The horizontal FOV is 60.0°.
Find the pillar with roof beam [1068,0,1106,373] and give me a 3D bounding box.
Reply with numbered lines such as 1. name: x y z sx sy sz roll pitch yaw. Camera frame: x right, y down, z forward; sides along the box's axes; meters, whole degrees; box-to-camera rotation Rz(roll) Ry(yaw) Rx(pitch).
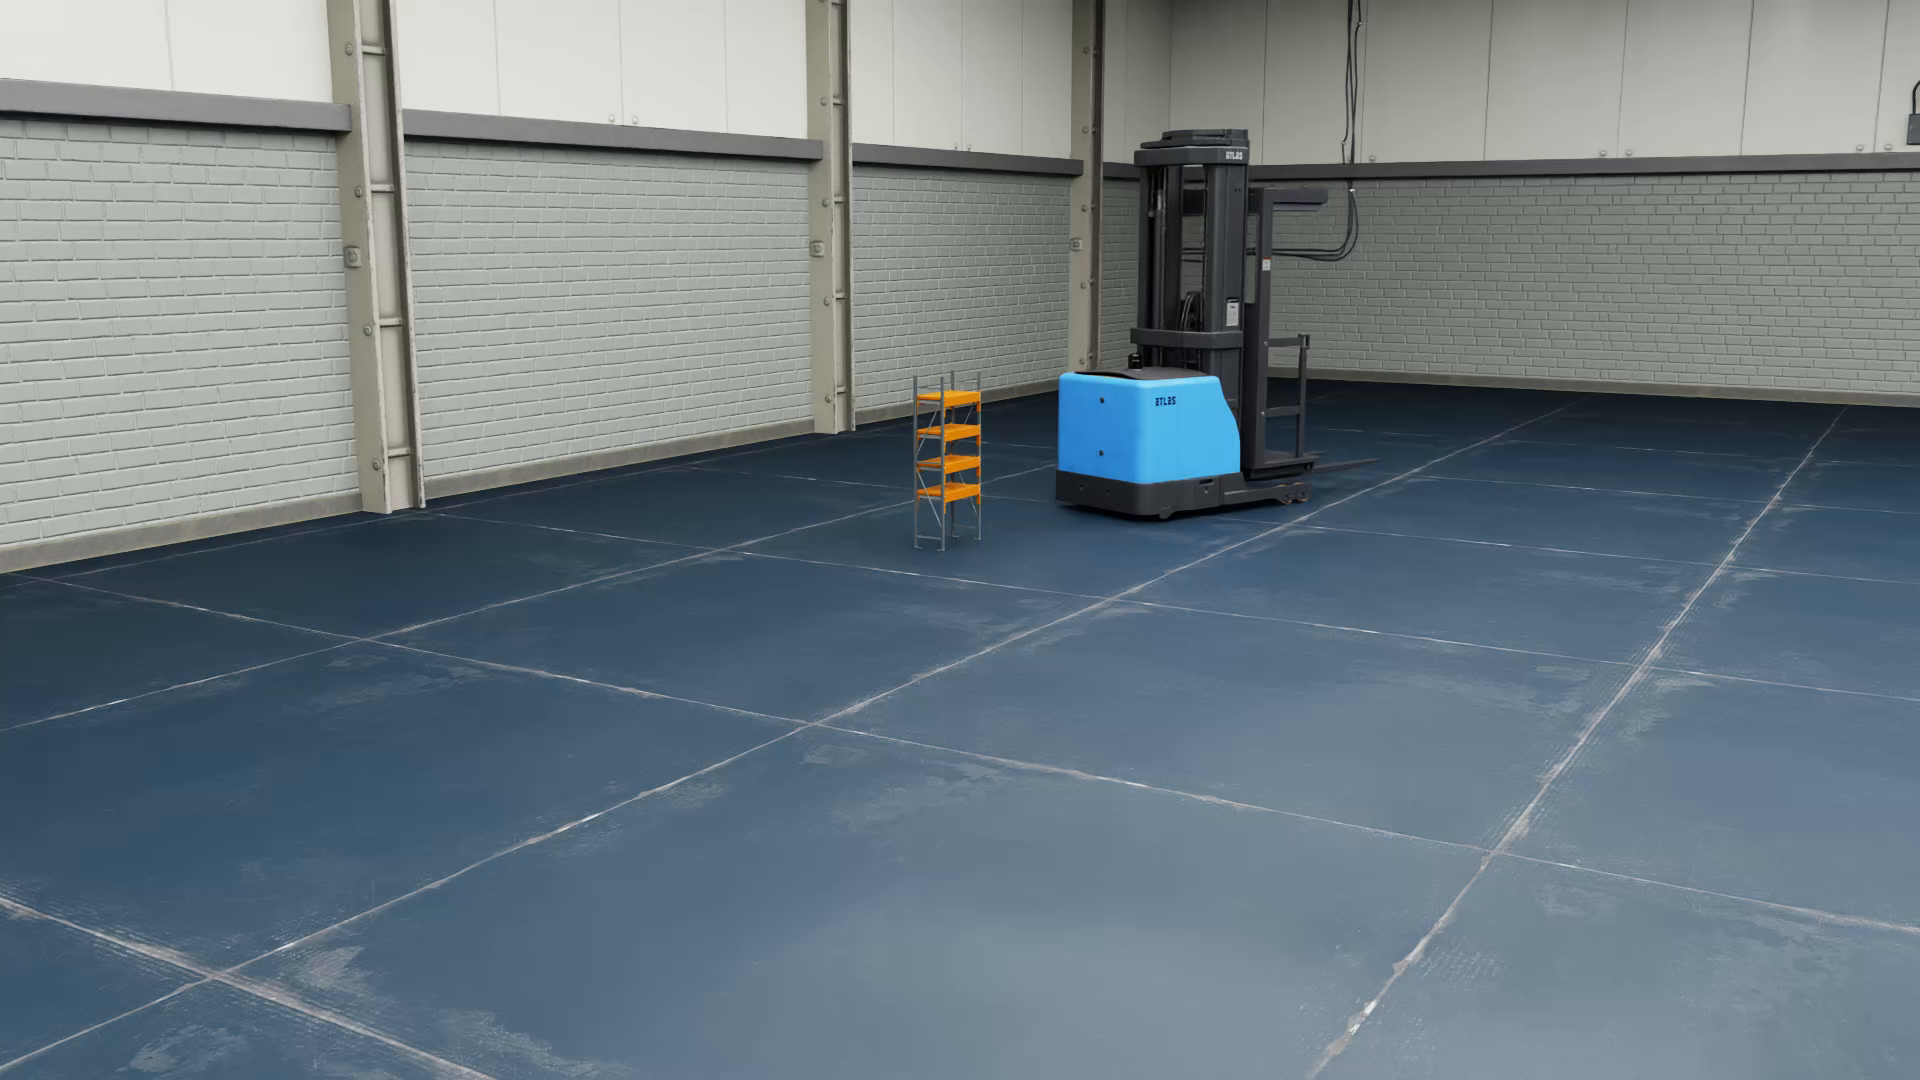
1. pillar with roof beam: 5.411 -6.149 20.257 9.100 9.000 0.400 6 12 31

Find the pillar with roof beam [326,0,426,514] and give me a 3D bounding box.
1. pillar with roof beam: -0.819 -4.261 10.176 9.100 9.000 0.400 6 12 31

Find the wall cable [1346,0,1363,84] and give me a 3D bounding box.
1. wall cable: 6.703 -7.595 22.694 3.097 2.526 0.112 6 12 31

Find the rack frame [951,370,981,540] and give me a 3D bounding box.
1. rack frame: 0.041 -0.602 11.824 0.240 1.200 0.015 6 12 31

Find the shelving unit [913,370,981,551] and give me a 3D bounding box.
1. shelving unit: -0.086 -0.564 11.619 0.258 1.200 0.503 6 12 31

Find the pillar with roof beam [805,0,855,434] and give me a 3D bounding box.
1. pillar with roof beam: 2.296 -5.205 15.216 9.100 9.000 0.400 6 12 31

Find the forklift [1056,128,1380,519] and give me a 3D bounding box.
1. forklift: 2.233 -1.792 13.477 3.031 2.935 1.130 -8 13 -37

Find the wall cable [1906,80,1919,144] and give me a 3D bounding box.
1. wall cable: 12.497 -7.659 19.083 2.305 6.003 0.169 6 12 31

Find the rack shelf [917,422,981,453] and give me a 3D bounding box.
1. rack shelf: -0.086 -0.717 11.590 0.258 0.148 0.480 6 12 31

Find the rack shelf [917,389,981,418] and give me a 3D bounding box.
1. rack shelf: -0.086 -0.950 11.547 0.258 0.148 0.480 6 12 31

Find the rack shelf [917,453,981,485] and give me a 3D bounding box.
1. rack shelf: -0.086 -0.498 11.632 0.258 0.148 0.480 6 12 31

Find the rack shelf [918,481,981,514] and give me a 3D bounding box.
1. rack shelf: -0.086 -0.302 11.668 0.258 0.148 0.480 6 12 31

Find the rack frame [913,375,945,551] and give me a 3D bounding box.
1. rack frame: -0.213 -0.525 11.414 0.240 1.200 0.015 6 12 31

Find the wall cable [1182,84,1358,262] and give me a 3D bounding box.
1. wall cable: 4.391 -5.371 24.539 3.097 2.526 0.112 6 12 31
